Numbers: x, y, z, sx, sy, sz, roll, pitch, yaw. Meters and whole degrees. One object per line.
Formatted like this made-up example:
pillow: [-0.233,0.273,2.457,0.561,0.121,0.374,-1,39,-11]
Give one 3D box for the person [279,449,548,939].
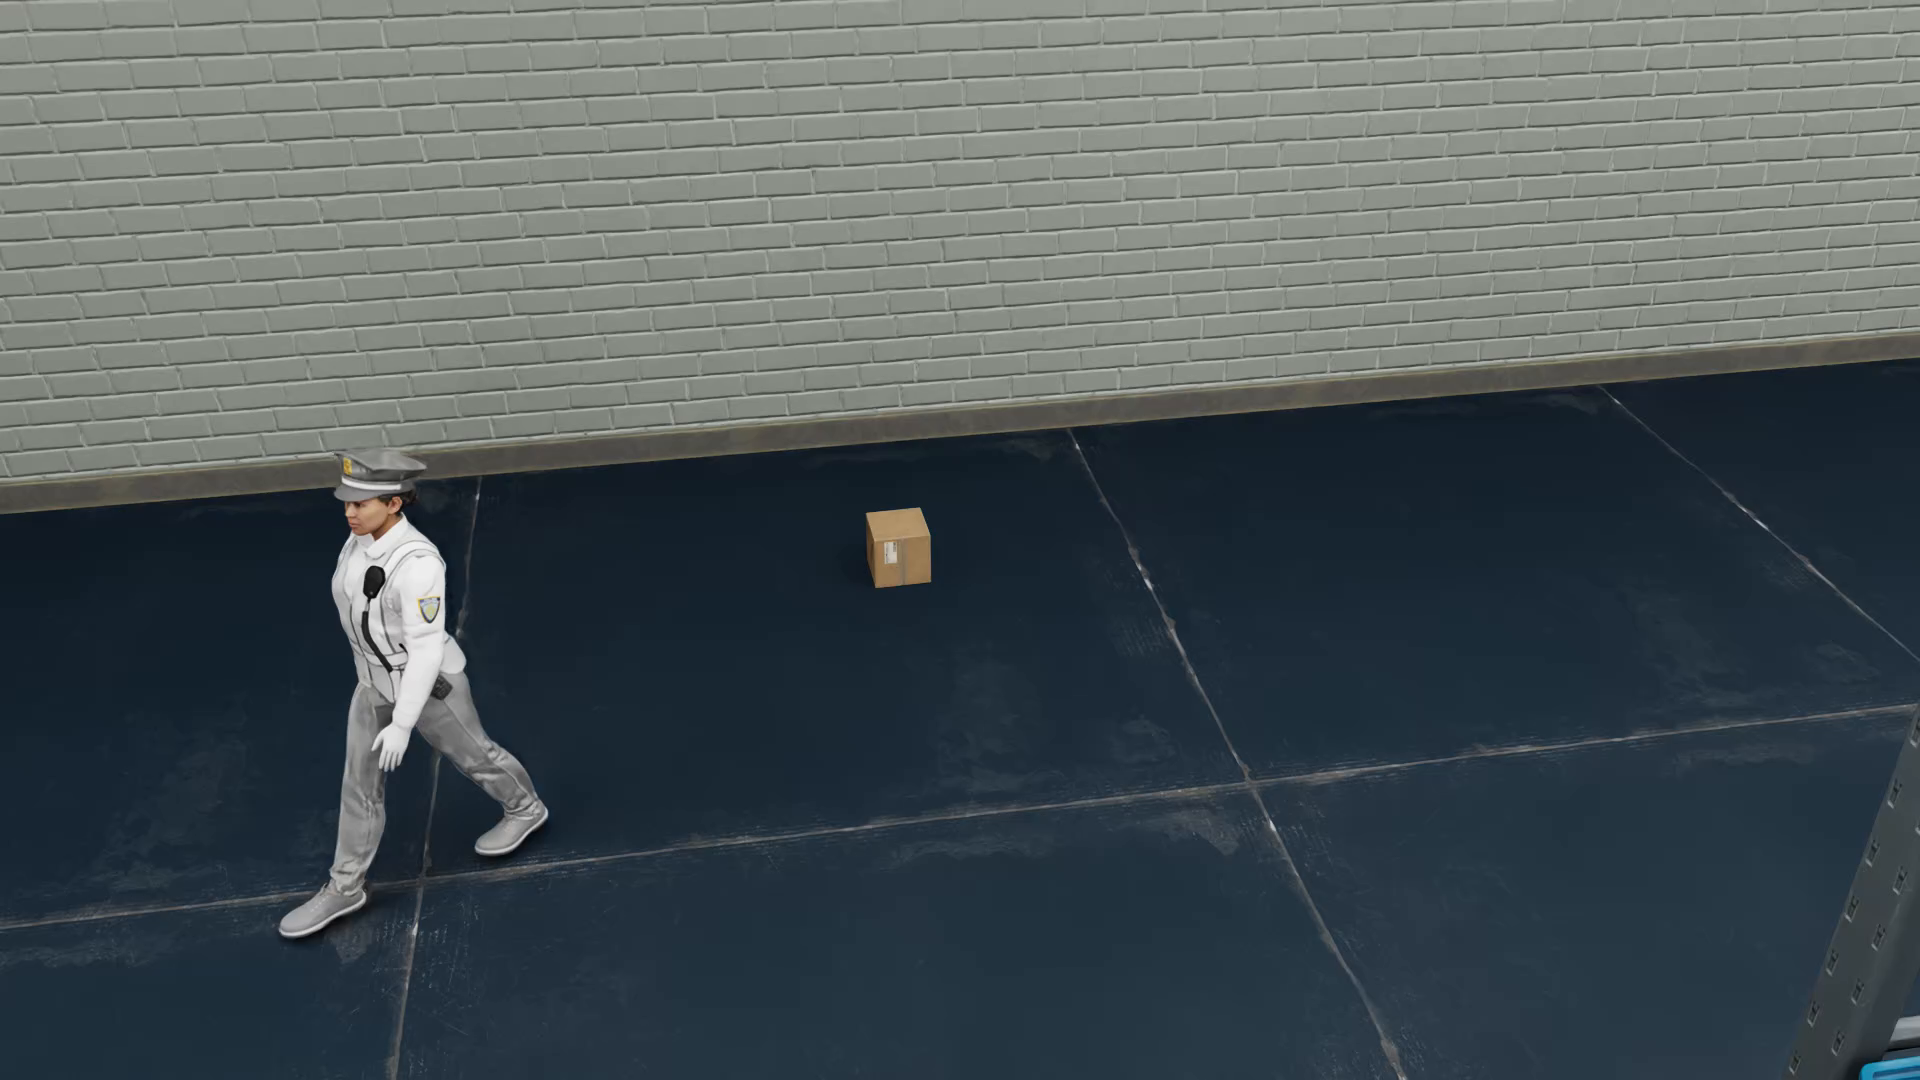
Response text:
person: [-1.816,0.475,5.282,0.517,1.636,0.944,24,38,34]
